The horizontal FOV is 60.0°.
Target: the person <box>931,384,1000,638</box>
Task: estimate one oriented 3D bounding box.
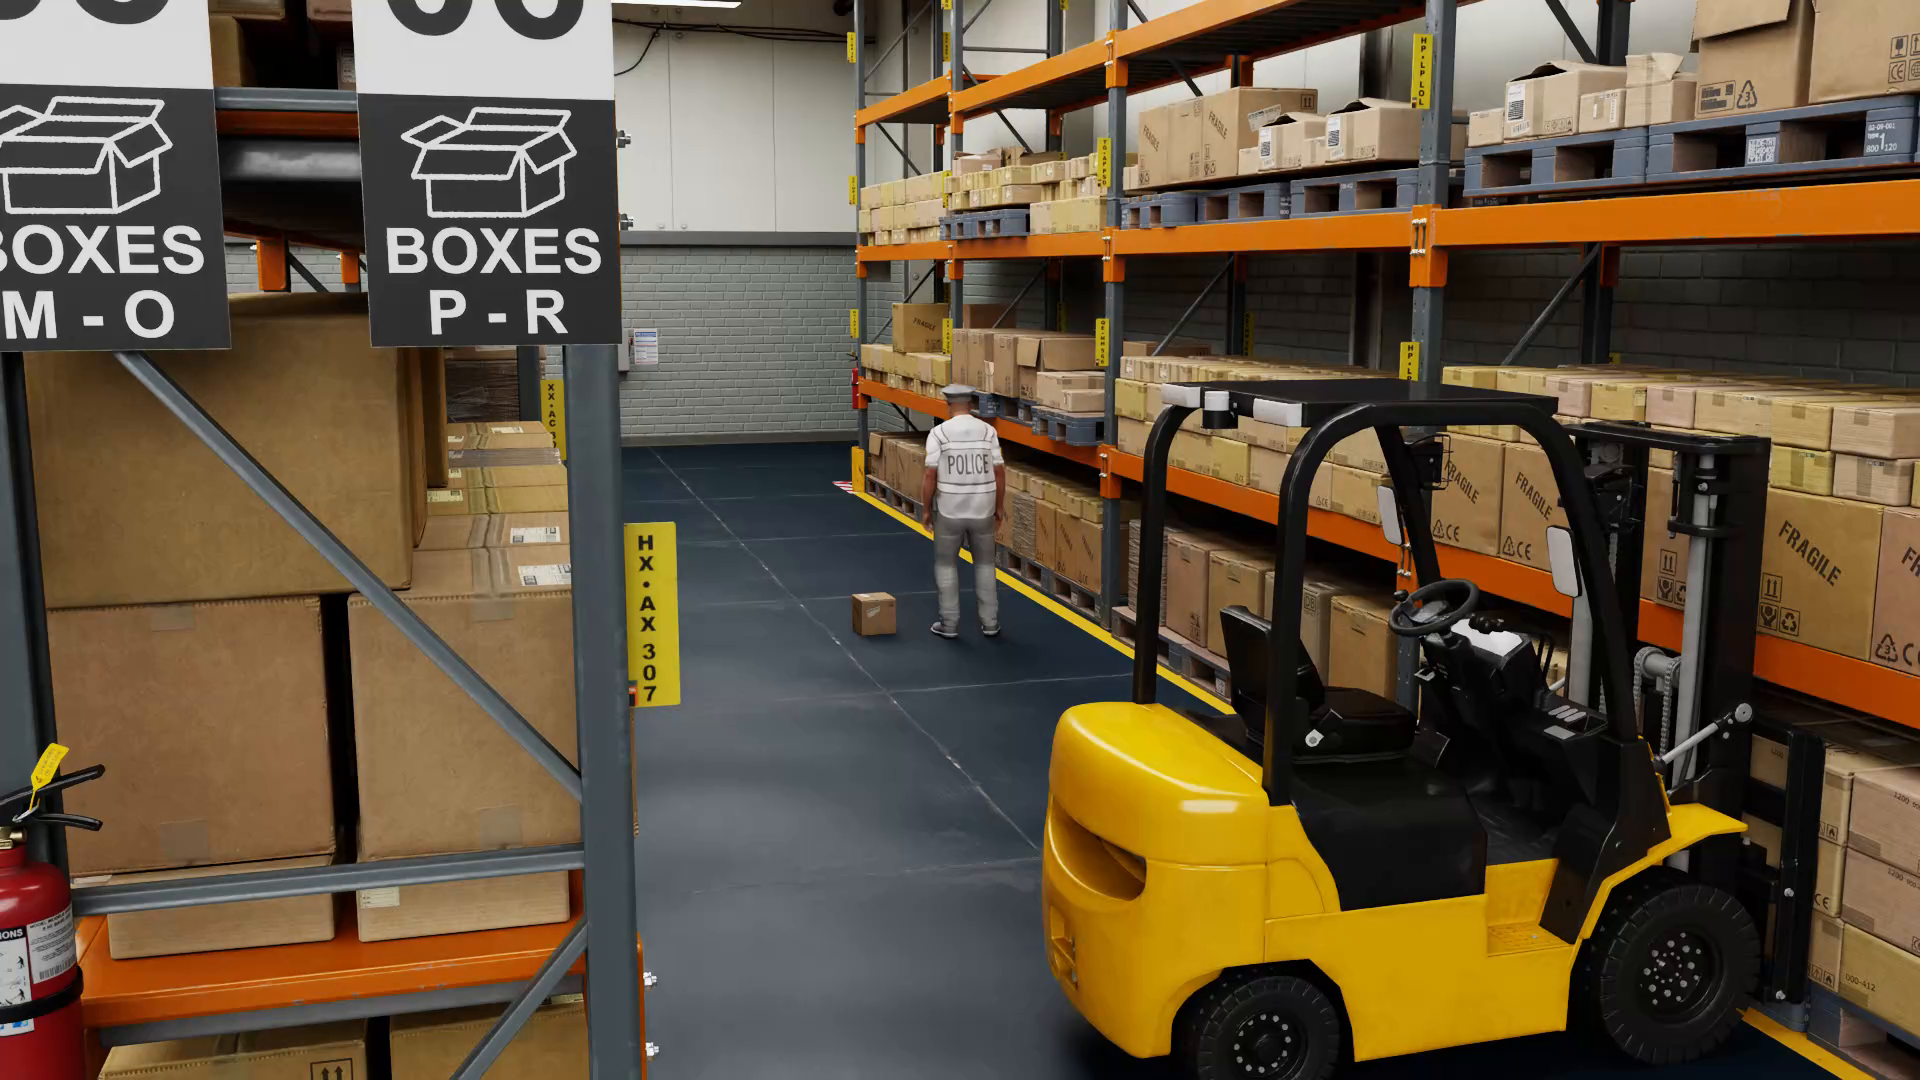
[{"bbox_3d":[0.056,-0.205,11.615,0.500,1.749,0.340,-2,9,-12],"label":"person"}]
